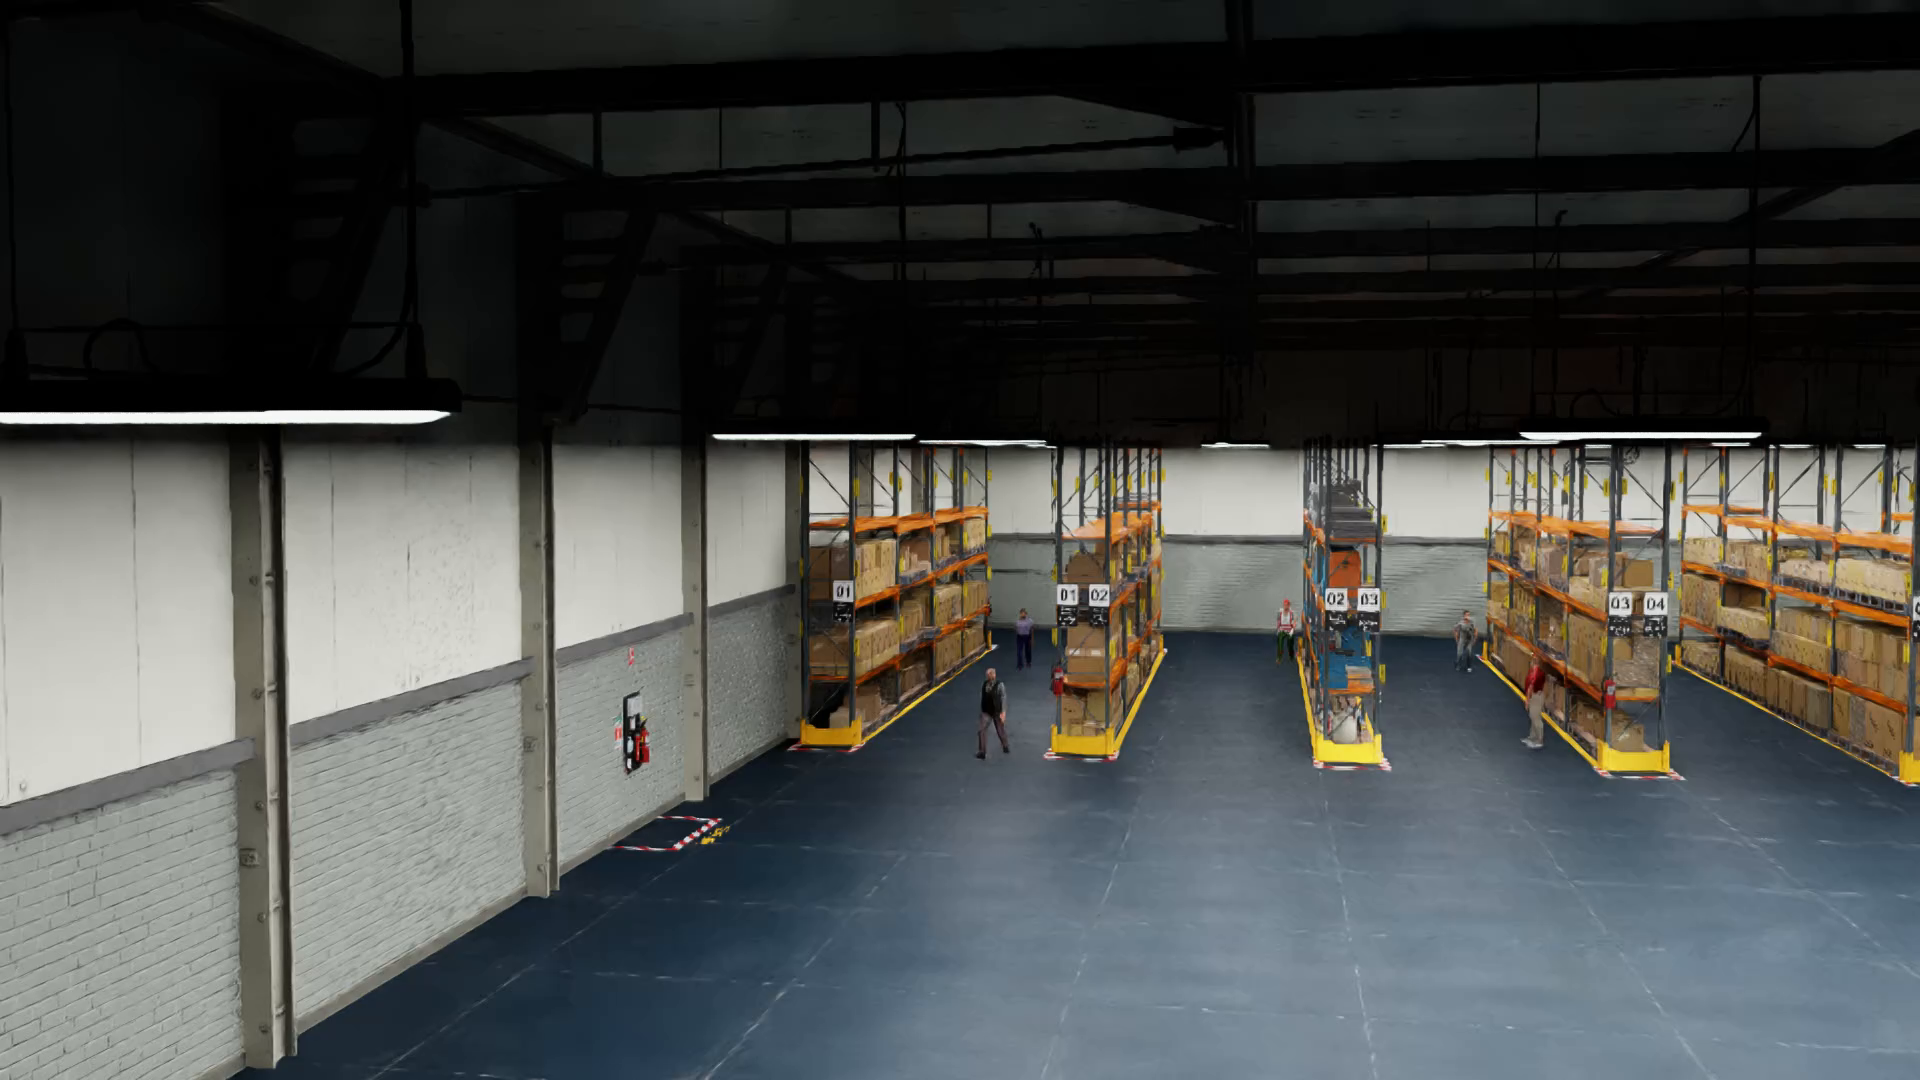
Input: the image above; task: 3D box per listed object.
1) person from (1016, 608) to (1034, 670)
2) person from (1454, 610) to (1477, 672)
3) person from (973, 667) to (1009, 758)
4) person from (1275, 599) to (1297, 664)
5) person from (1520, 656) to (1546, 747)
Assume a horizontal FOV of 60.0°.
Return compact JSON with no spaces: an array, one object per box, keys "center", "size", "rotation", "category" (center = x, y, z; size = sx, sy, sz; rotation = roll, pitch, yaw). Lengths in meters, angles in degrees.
[{"center":[1.696,2.584,43.451],"size":[0.493,1.571,0.982],"rotation":[1,3,9],"category":"person"},{"center":[13.054,2.598,42.954],"size":[0.580,1.617,0.503],"rotation":[0,3,9],"category":"person"},{"center":[0.634,3.205,31.010],"size":[0.560,1.683,0.926],"rotation":[2,3,26],"category":"person"},{"center":[8.755,2.435,44.594],"size":[0.534,1.726,1.038],"rotation":[1,3,20],"category":"person"},{"center":[11.122,3.105,32.246],"size":[0.555,1.726,0.623],"rotation":[2,4,39],"category":"person"}]
